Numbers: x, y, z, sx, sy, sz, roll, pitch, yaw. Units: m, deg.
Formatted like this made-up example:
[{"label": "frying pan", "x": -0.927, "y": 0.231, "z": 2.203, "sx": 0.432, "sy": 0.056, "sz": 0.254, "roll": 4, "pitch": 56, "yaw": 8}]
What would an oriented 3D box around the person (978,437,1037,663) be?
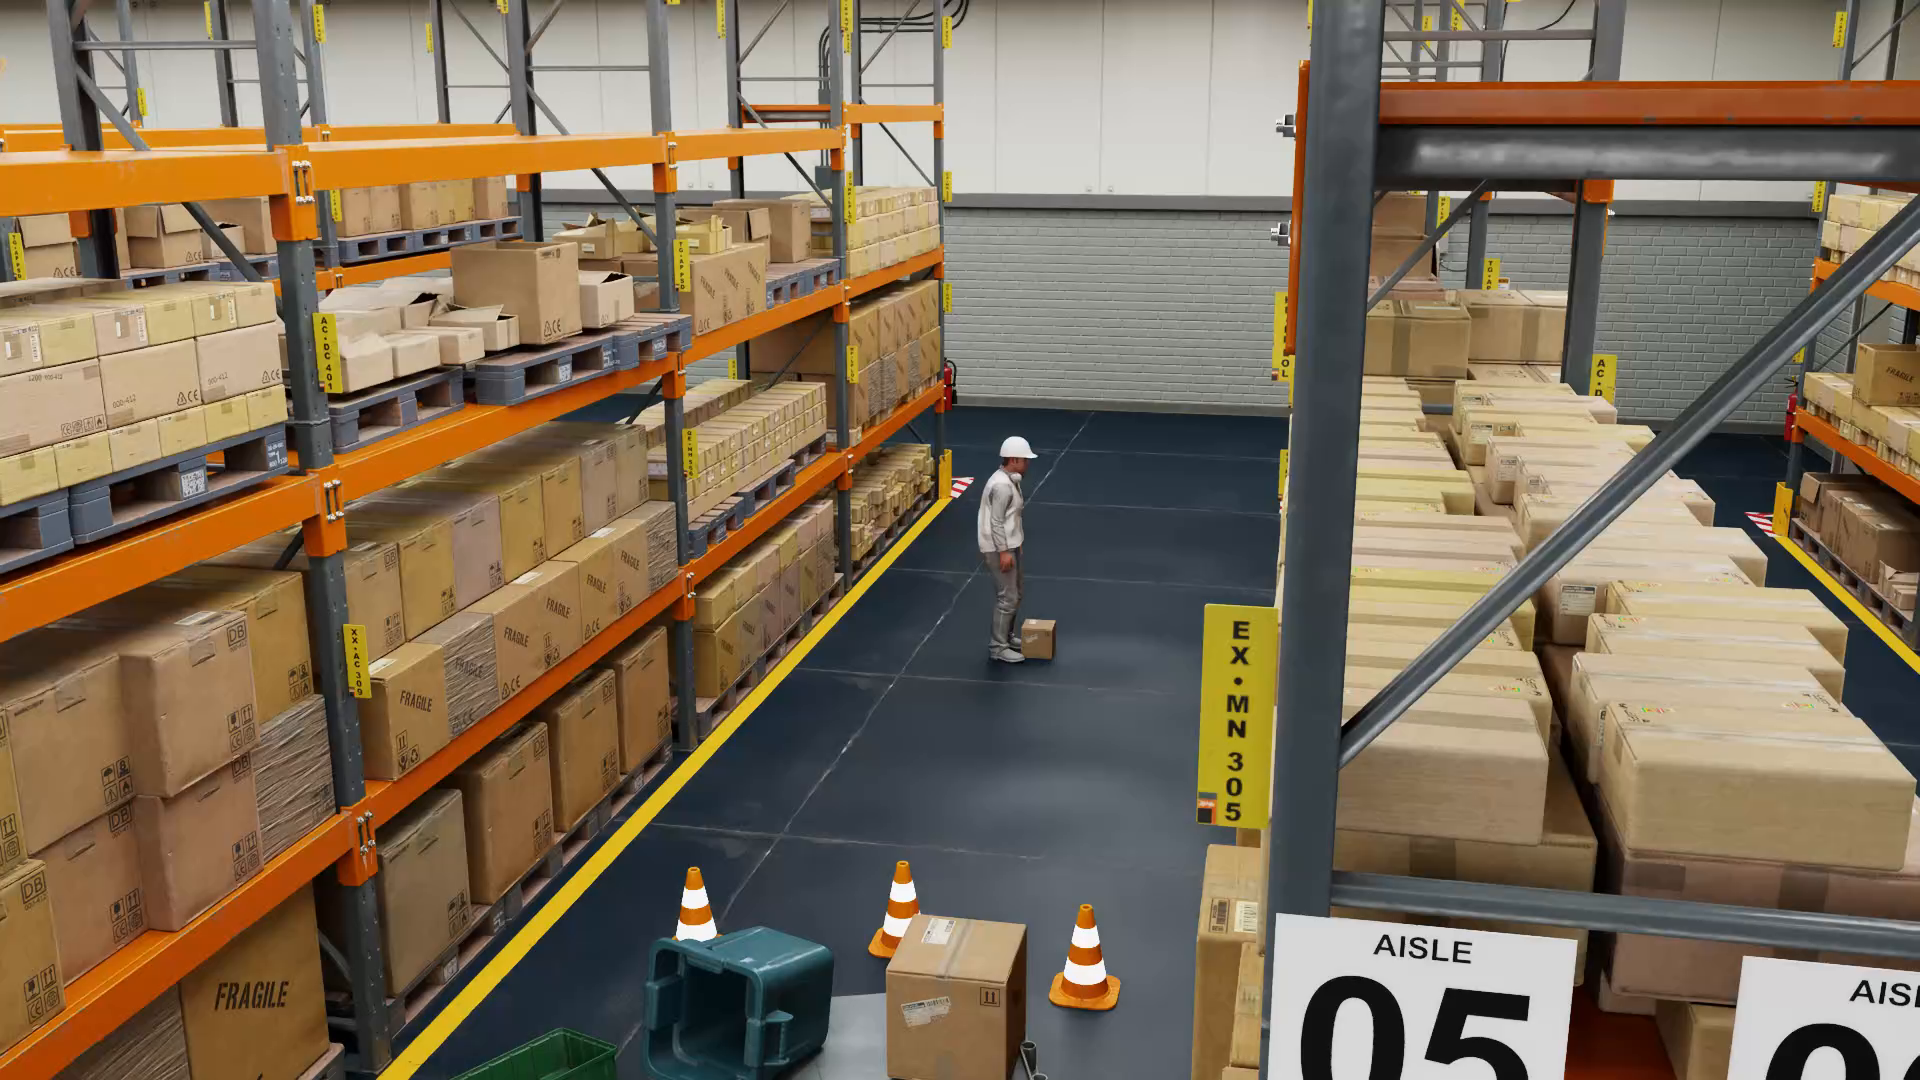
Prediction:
[{"label": "person", "x": 0.372, "y": 0.053, "z": 13.254, "sx": 0.463, "sy": 1.770, "sz": 0.577, "roll": 3, "pitch": 15, "yaw": 10}]
